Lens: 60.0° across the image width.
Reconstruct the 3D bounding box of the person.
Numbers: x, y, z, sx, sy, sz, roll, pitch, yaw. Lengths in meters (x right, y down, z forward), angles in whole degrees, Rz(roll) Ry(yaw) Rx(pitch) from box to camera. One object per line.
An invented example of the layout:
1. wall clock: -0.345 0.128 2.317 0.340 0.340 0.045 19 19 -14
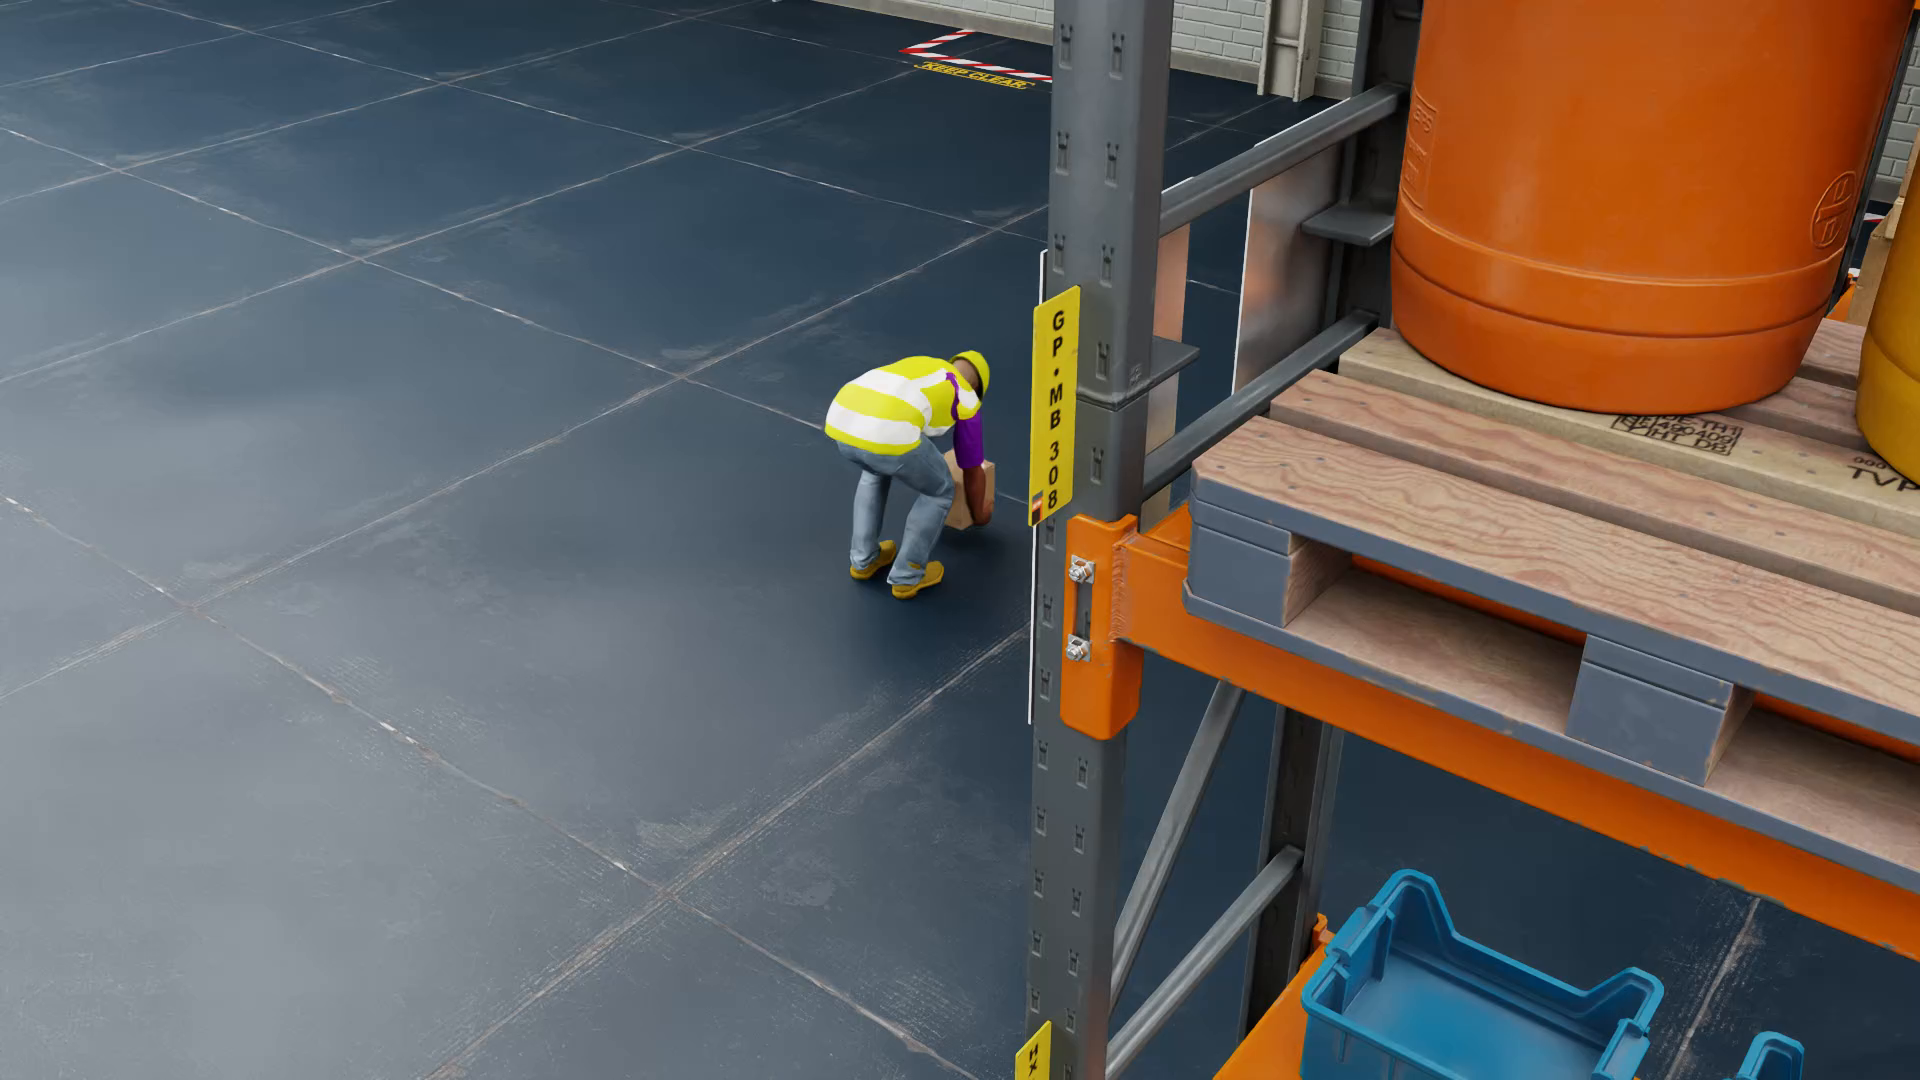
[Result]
1. person: -0.184 -0.359 7.440 0.492 1.018 0.977 19 36 29
